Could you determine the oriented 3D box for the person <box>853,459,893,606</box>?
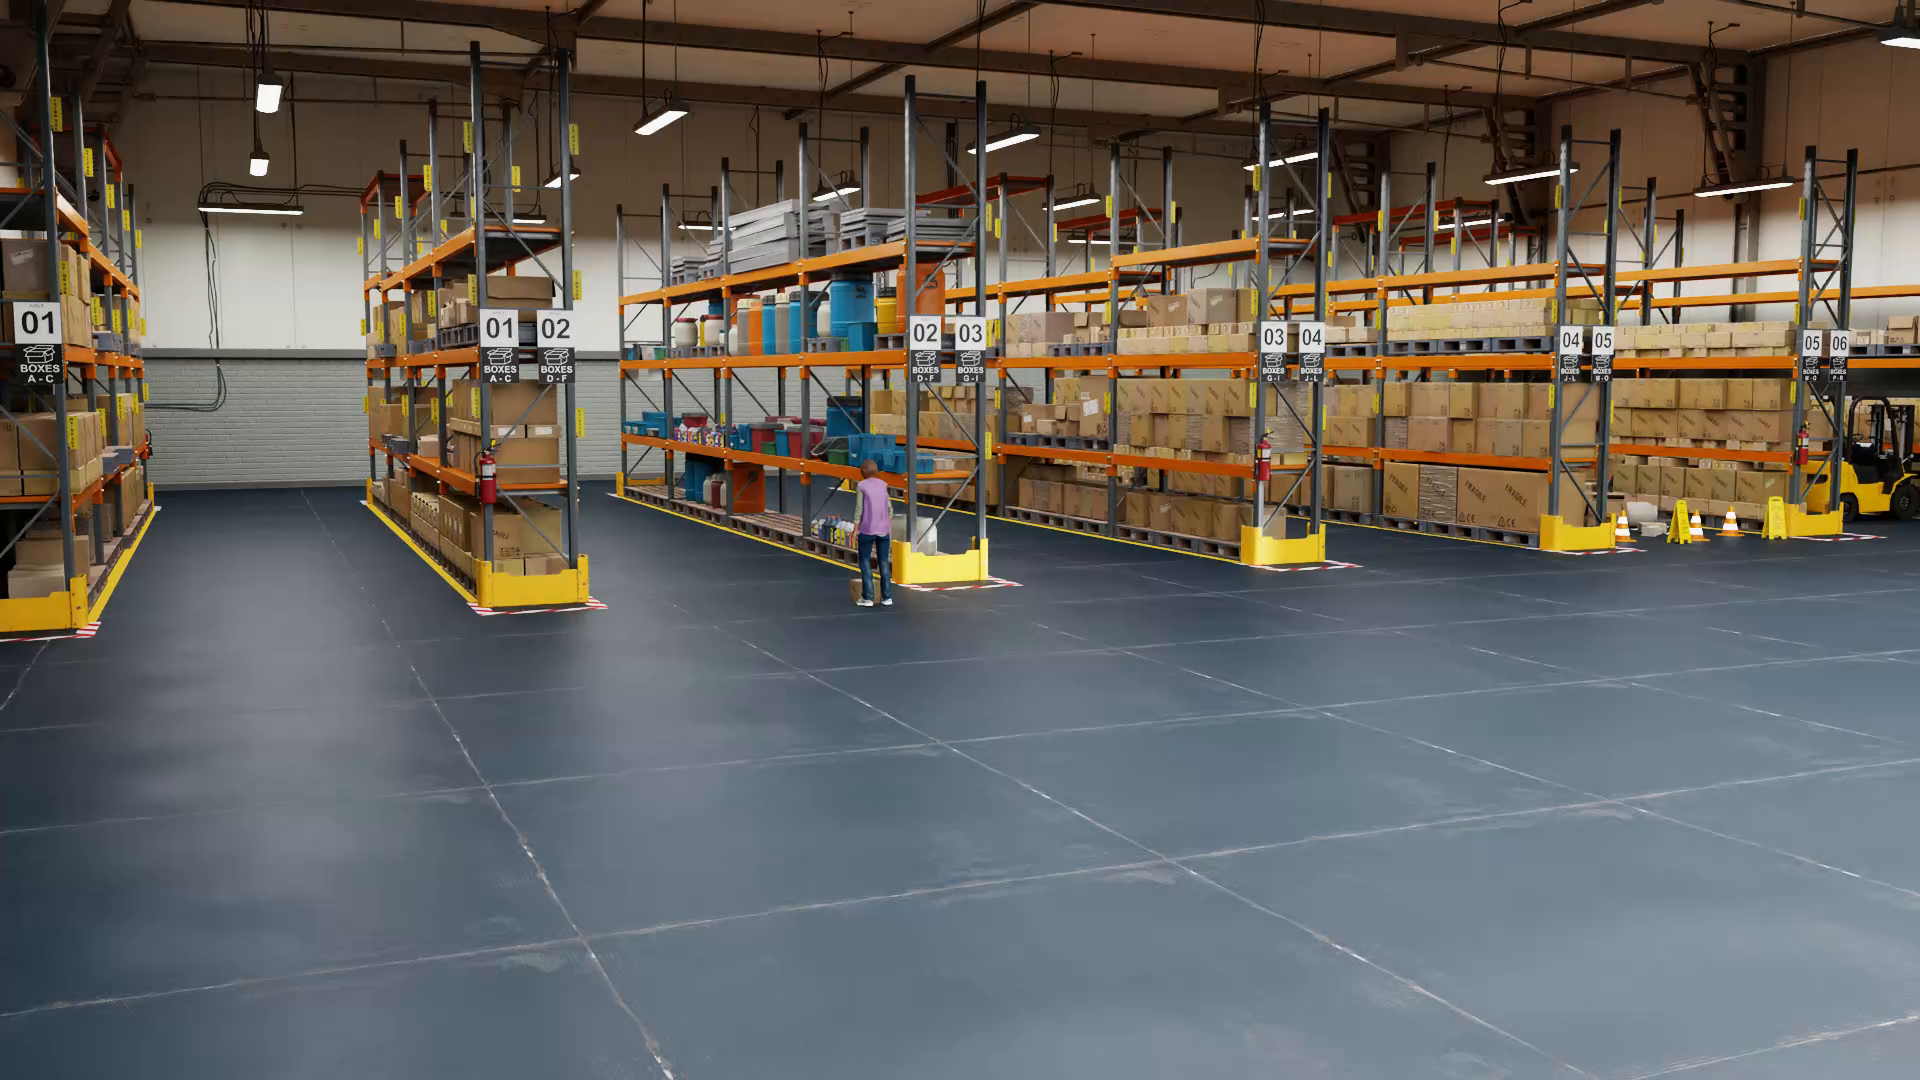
[{"bbox_3d":[-0.940,-0.080,18.030,0.479,1.592,0.346,-3,6,-27],"label":"person"}]
